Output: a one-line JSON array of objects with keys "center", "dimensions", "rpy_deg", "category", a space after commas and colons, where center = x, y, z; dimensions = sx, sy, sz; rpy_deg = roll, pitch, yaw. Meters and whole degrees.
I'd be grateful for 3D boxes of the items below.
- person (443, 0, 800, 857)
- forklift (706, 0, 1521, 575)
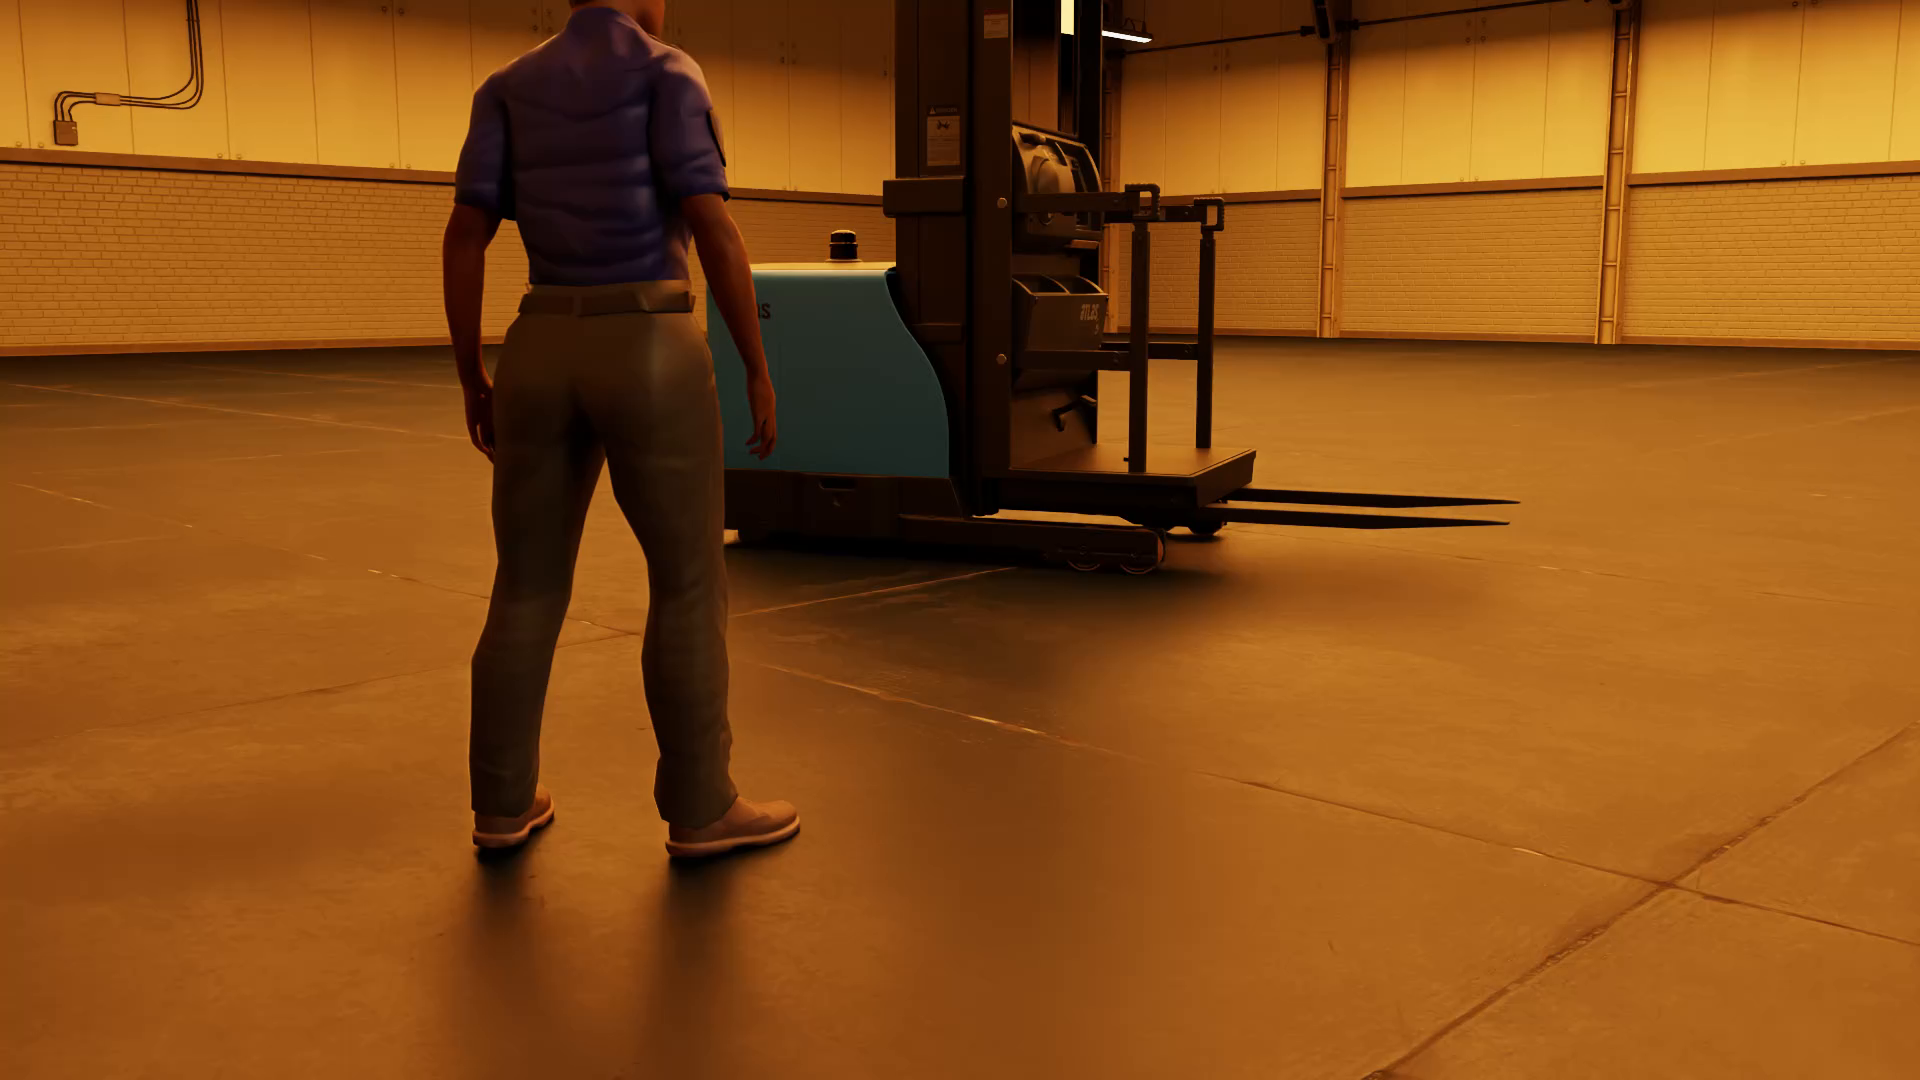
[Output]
[{"center": [-0.618, -0.260, 2.909], "dimensions": [0.613, 1.660, 0.406], "rpy_deg": [2, 9, 15], "category": "person"}, {"center": [0.565, -1.416, 6.275], "dimensions": [3.031, 2.935, 1.130], "rpy_deg": [3, 9, 22], "category": "forklift"}]
